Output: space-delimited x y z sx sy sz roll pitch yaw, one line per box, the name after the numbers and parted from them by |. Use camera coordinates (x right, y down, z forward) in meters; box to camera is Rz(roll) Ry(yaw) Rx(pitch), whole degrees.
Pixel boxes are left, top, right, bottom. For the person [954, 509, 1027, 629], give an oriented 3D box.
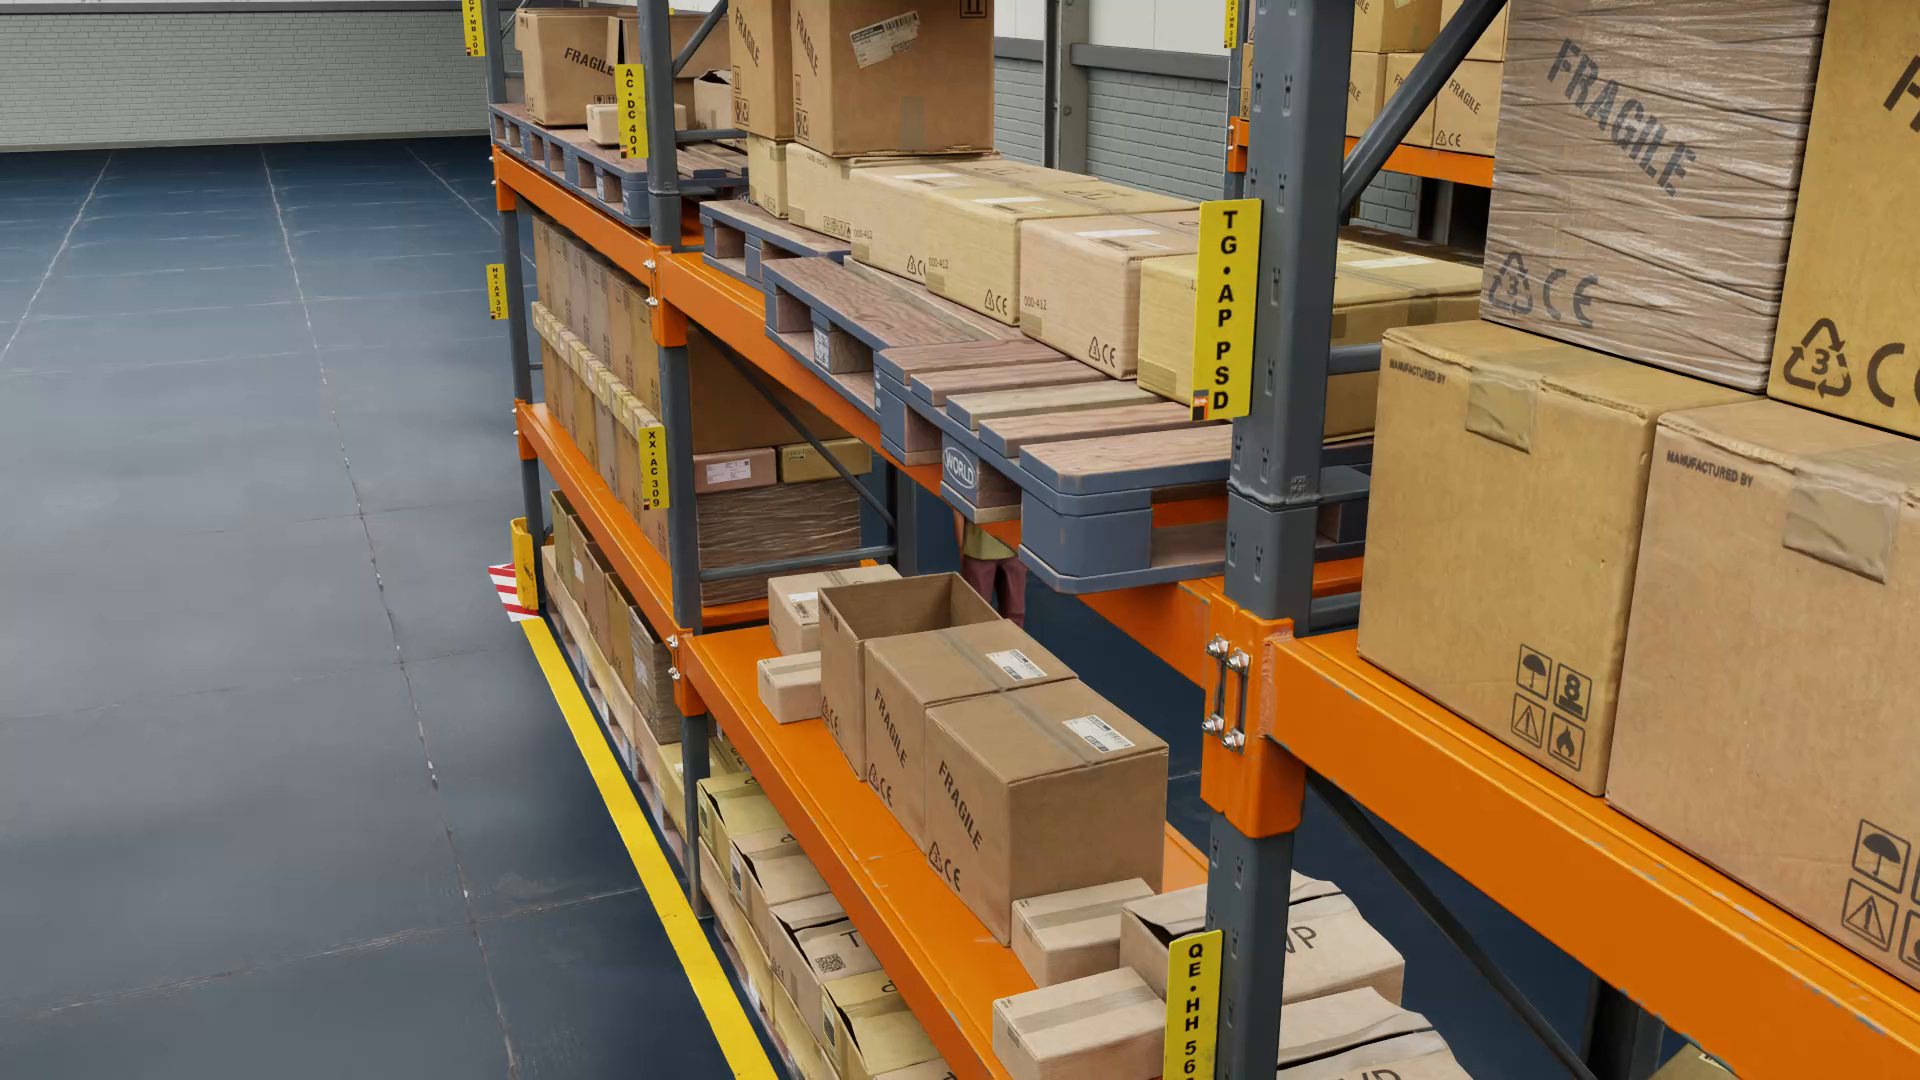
0.178 0.069 8.873 0.439 1.673 0.359 -7 20 -20 | person
